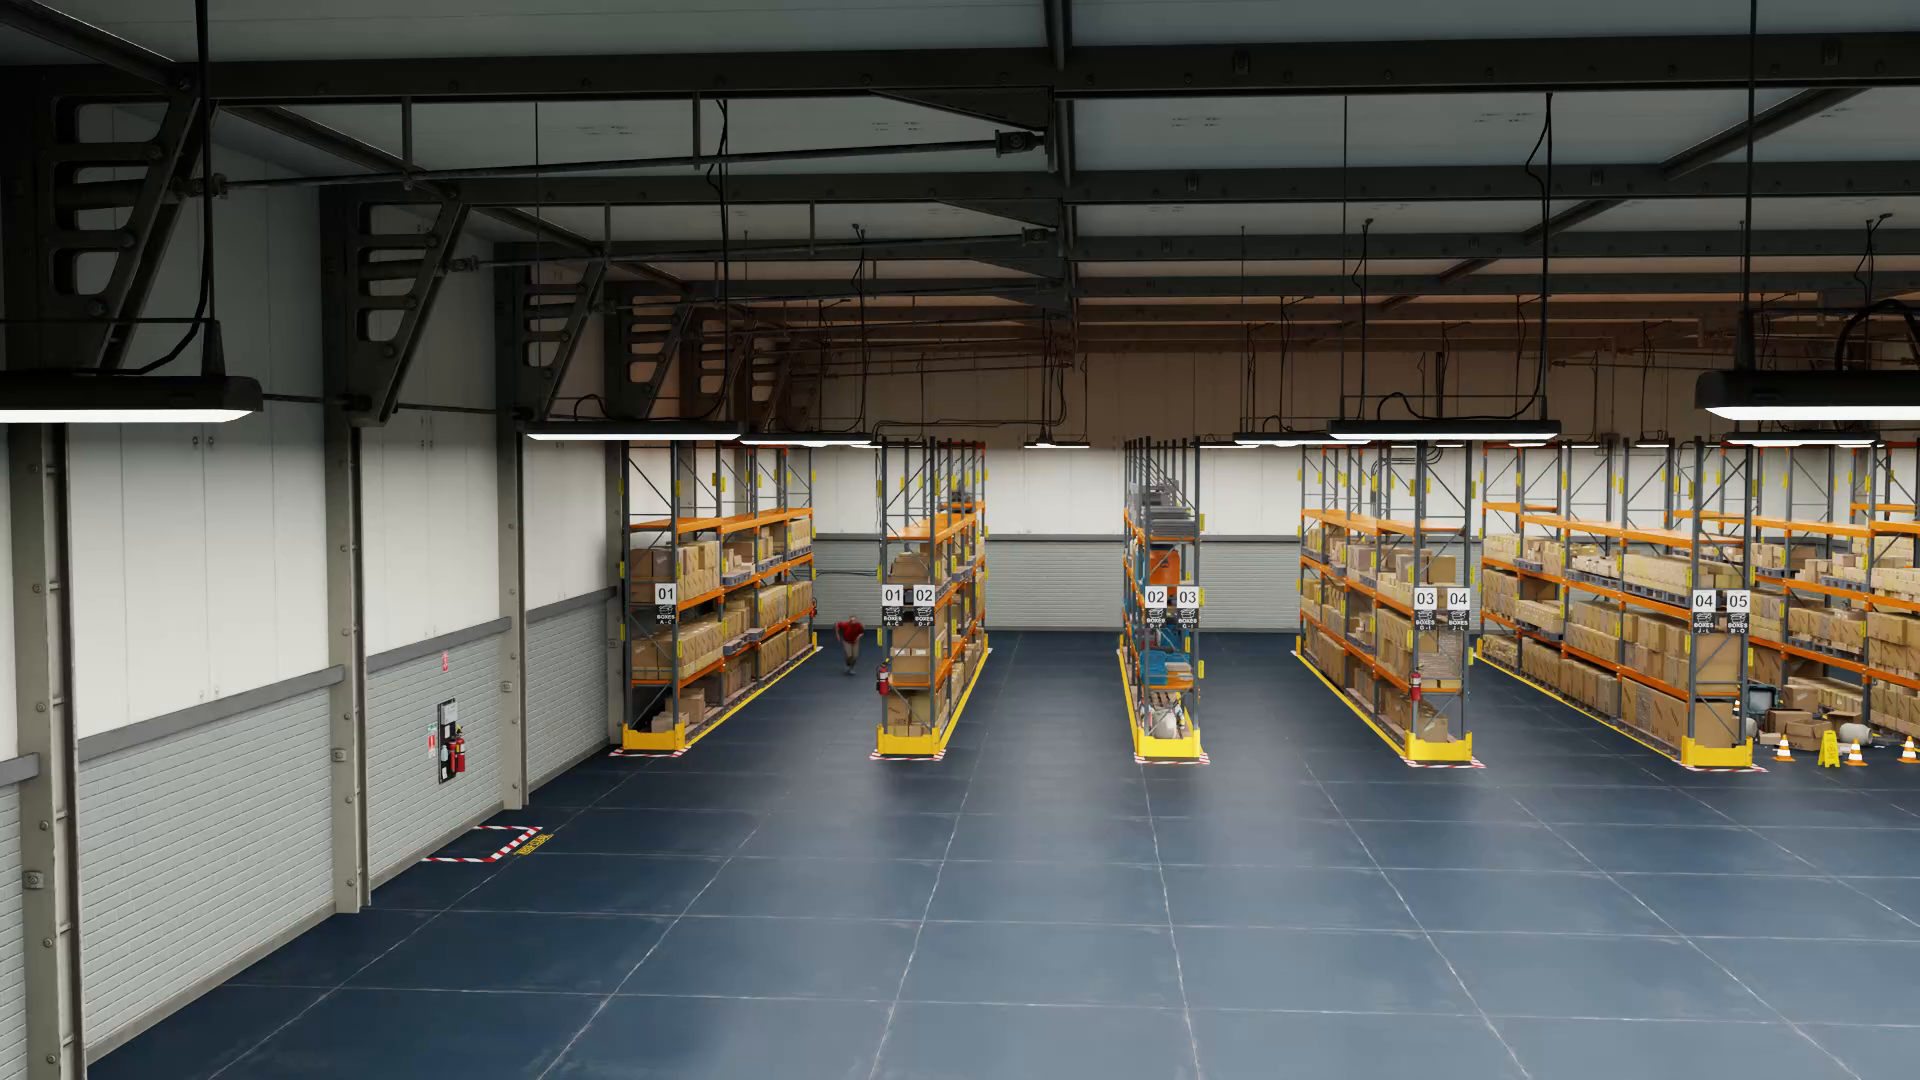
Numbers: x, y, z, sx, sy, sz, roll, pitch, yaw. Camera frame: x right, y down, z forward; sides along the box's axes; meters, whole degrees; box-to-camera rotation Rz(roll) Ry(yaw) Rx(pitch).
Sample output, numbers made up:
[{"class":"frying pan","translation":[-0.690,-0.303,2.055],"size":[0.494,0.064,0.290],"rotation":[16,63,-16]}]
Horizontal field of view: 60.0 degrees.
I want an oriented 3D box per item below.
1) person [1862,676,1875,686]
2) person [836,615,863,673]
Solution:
[{"class":"person","translation":[21.994,2.775,40.507],"size":[0.521,1.567,0.540],"rotation":[0,3,-7]},{"class":"person","translation":[-2.827,2.673,42.560],"size":[0.694,1.552,0.892],"rotation":[-1,3,-13]}]
